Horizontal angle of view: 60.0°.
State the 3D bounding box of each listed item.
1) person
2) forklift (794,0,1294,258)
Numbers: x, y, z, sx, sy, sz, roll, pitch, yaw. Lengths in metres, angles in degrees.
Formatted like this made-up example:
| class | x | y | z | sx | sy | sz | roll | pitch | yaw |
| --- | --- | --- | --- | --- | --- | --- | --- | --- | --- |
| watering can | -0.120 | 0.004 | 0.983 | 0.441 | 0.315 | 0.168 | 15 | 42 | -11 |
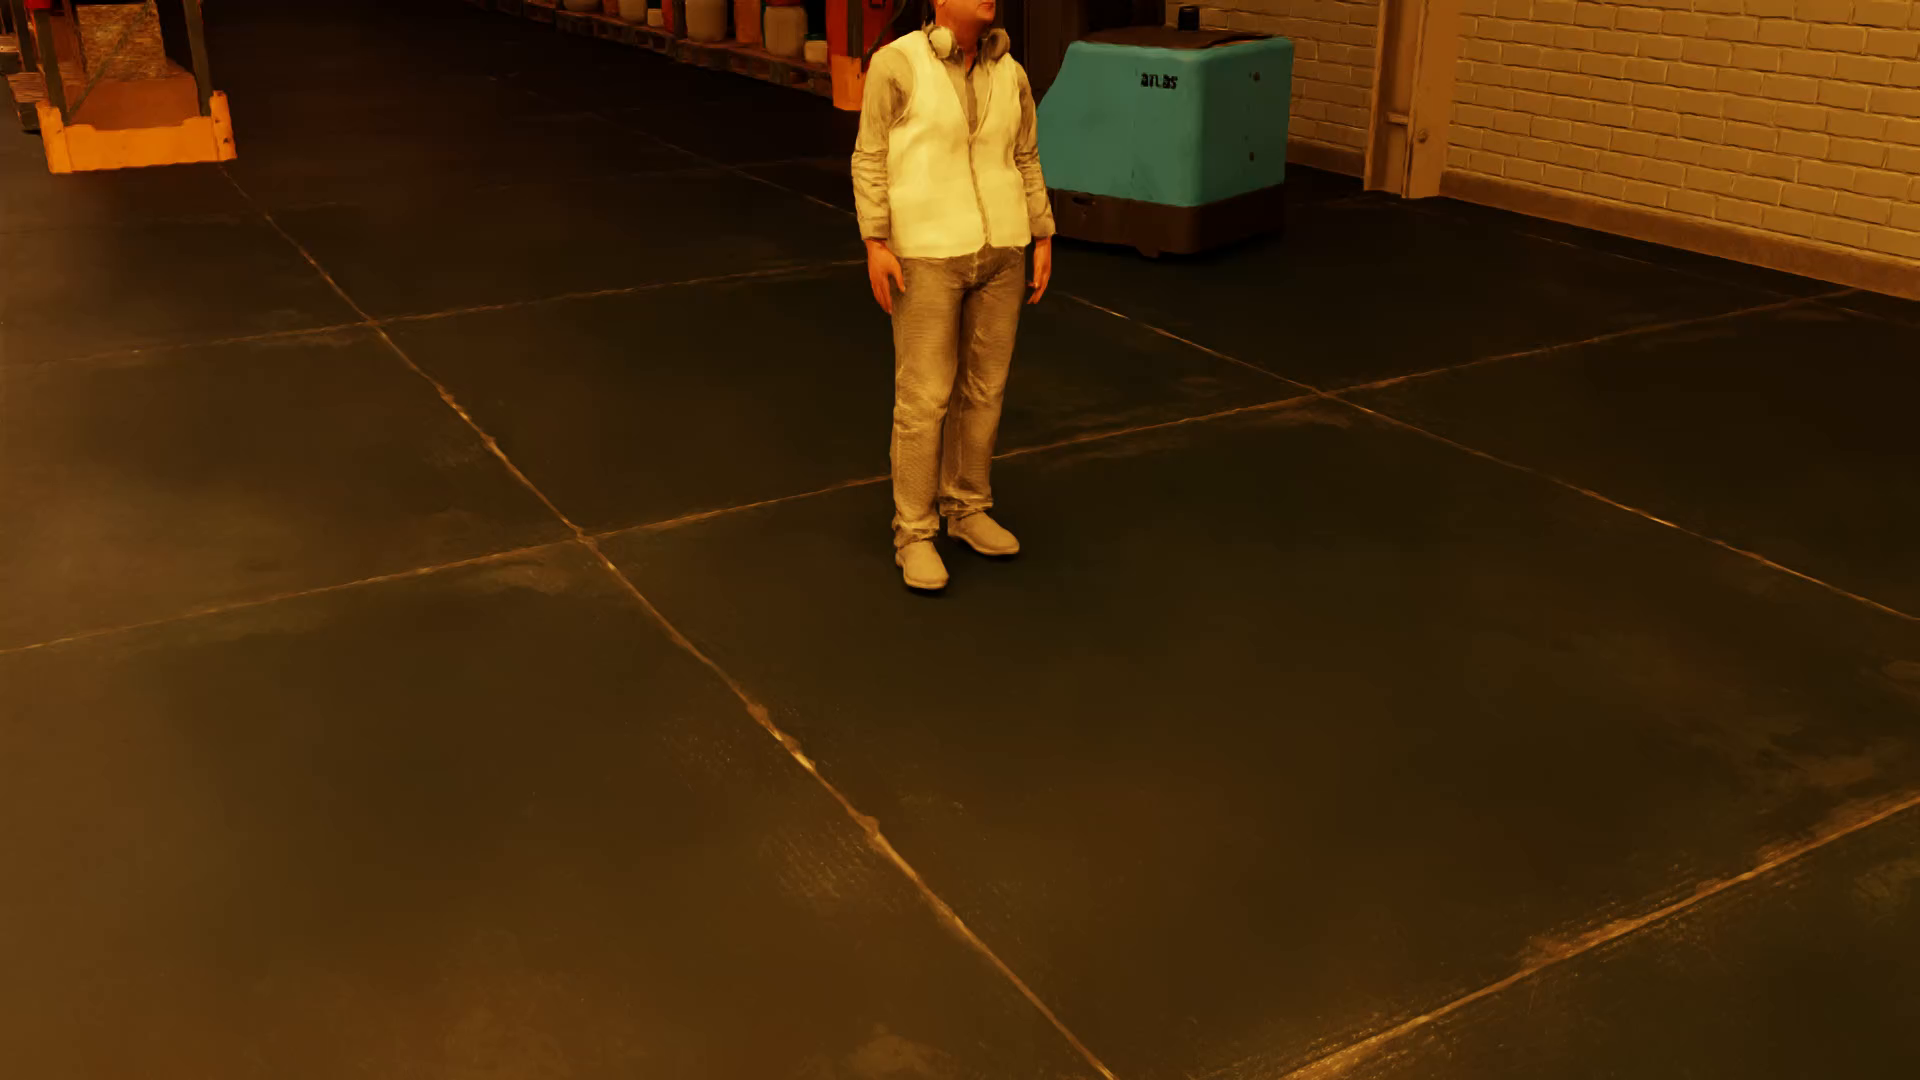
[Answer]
| class | x | y | z | sx | sy | sz | roll | pitch | yaw |
| --- | --- | --- | --- | --- | --- | --- | --- | --- | --- |
| person | 0.024 | -0.806 | 4.741 | 0.632 | 1.773 | 0.567 | -12 | 25 | -28 |
| forklift | 0.337 | -3.259 | 9.215 | 3.031 | 2.935 | 1.130 | 18 | 28 | 36 |
